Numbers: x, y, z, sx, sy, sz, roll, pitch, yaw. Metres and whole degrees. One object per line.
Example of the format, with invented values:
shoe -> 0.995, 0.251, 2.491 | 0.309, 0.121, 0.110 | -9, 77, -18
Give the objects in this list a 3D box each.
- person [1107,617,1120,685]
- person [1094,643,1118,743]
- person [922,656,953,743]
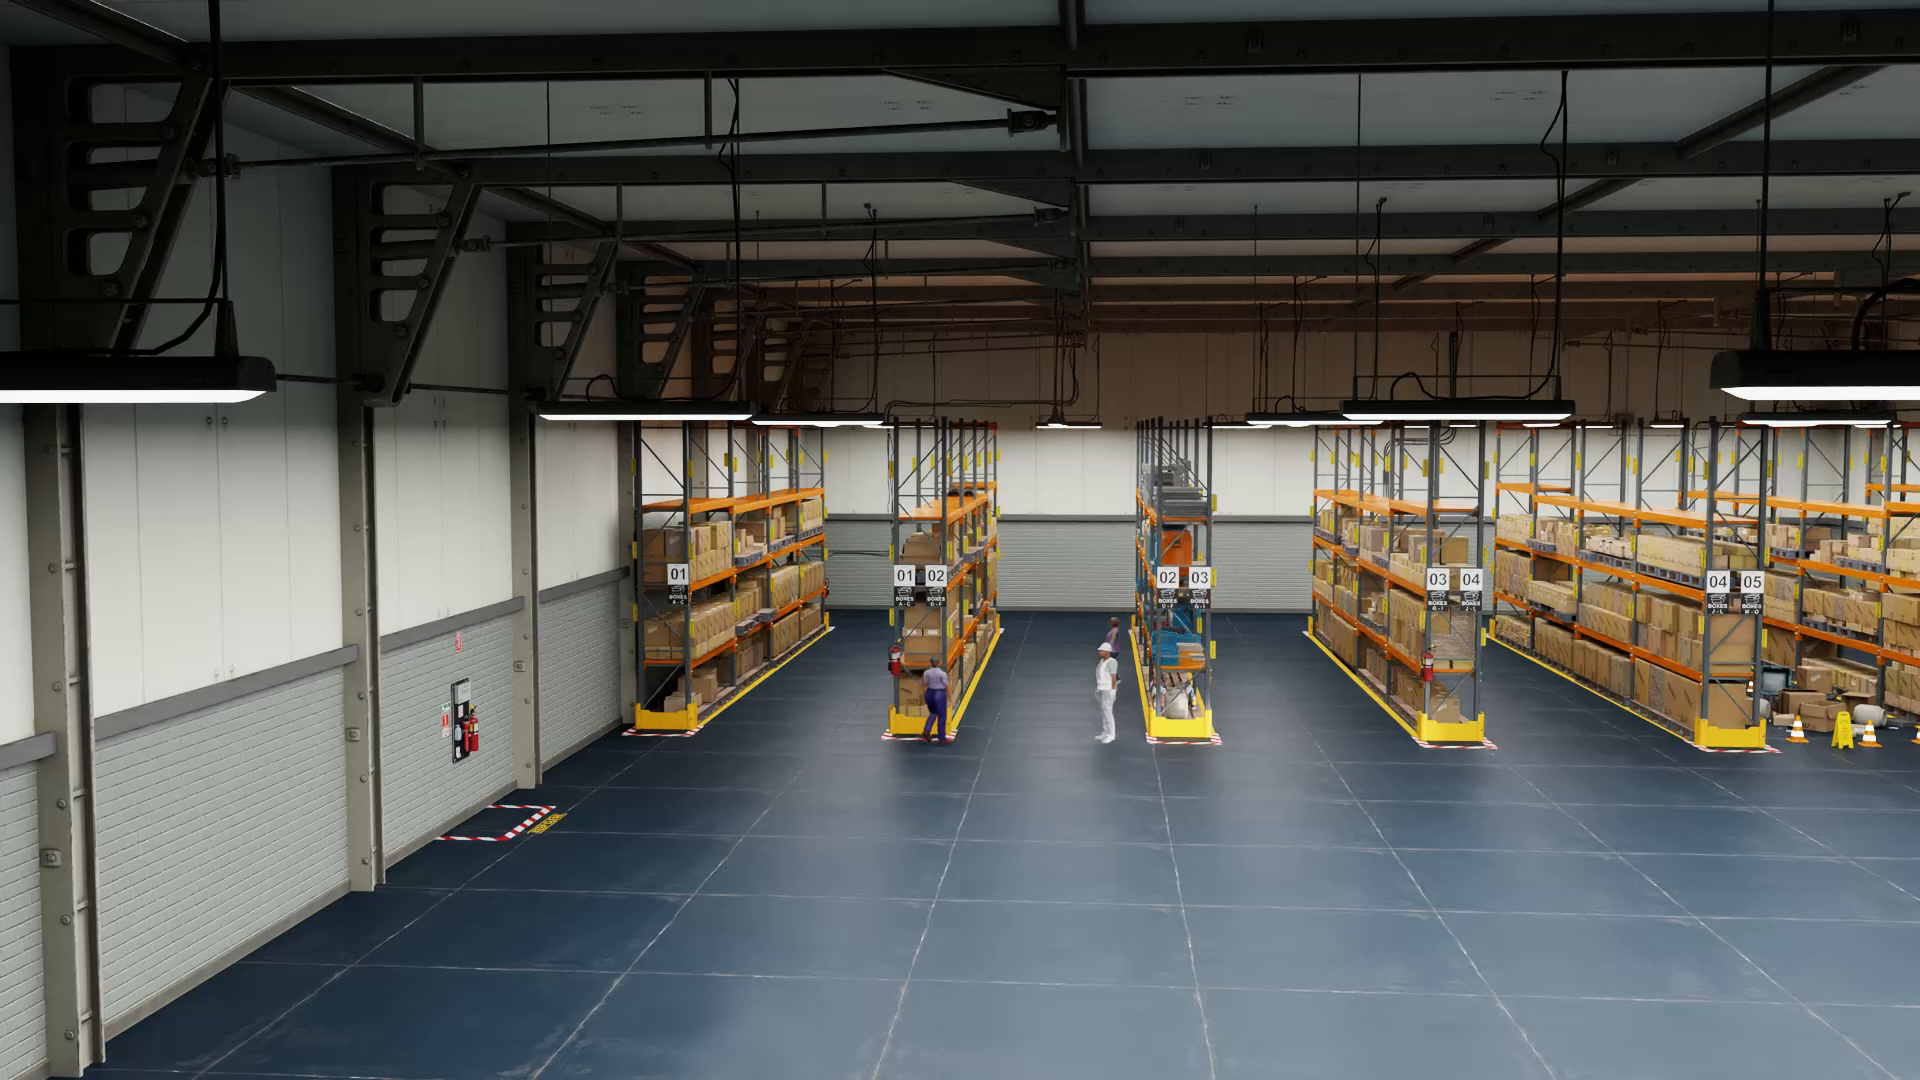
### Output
person -> 3.385, 2.509, 37.090 | 0.417, 1.604, 0.492 | 0, 4, -1
person -> 2.693, 2.821, 30.838 | 0.395, 1.818, 0.626 | -1, 4, -16
person -> -0.419, 2.917, 30.509 | 0.557, 1.637, 0.492 | 3, 5, 39
